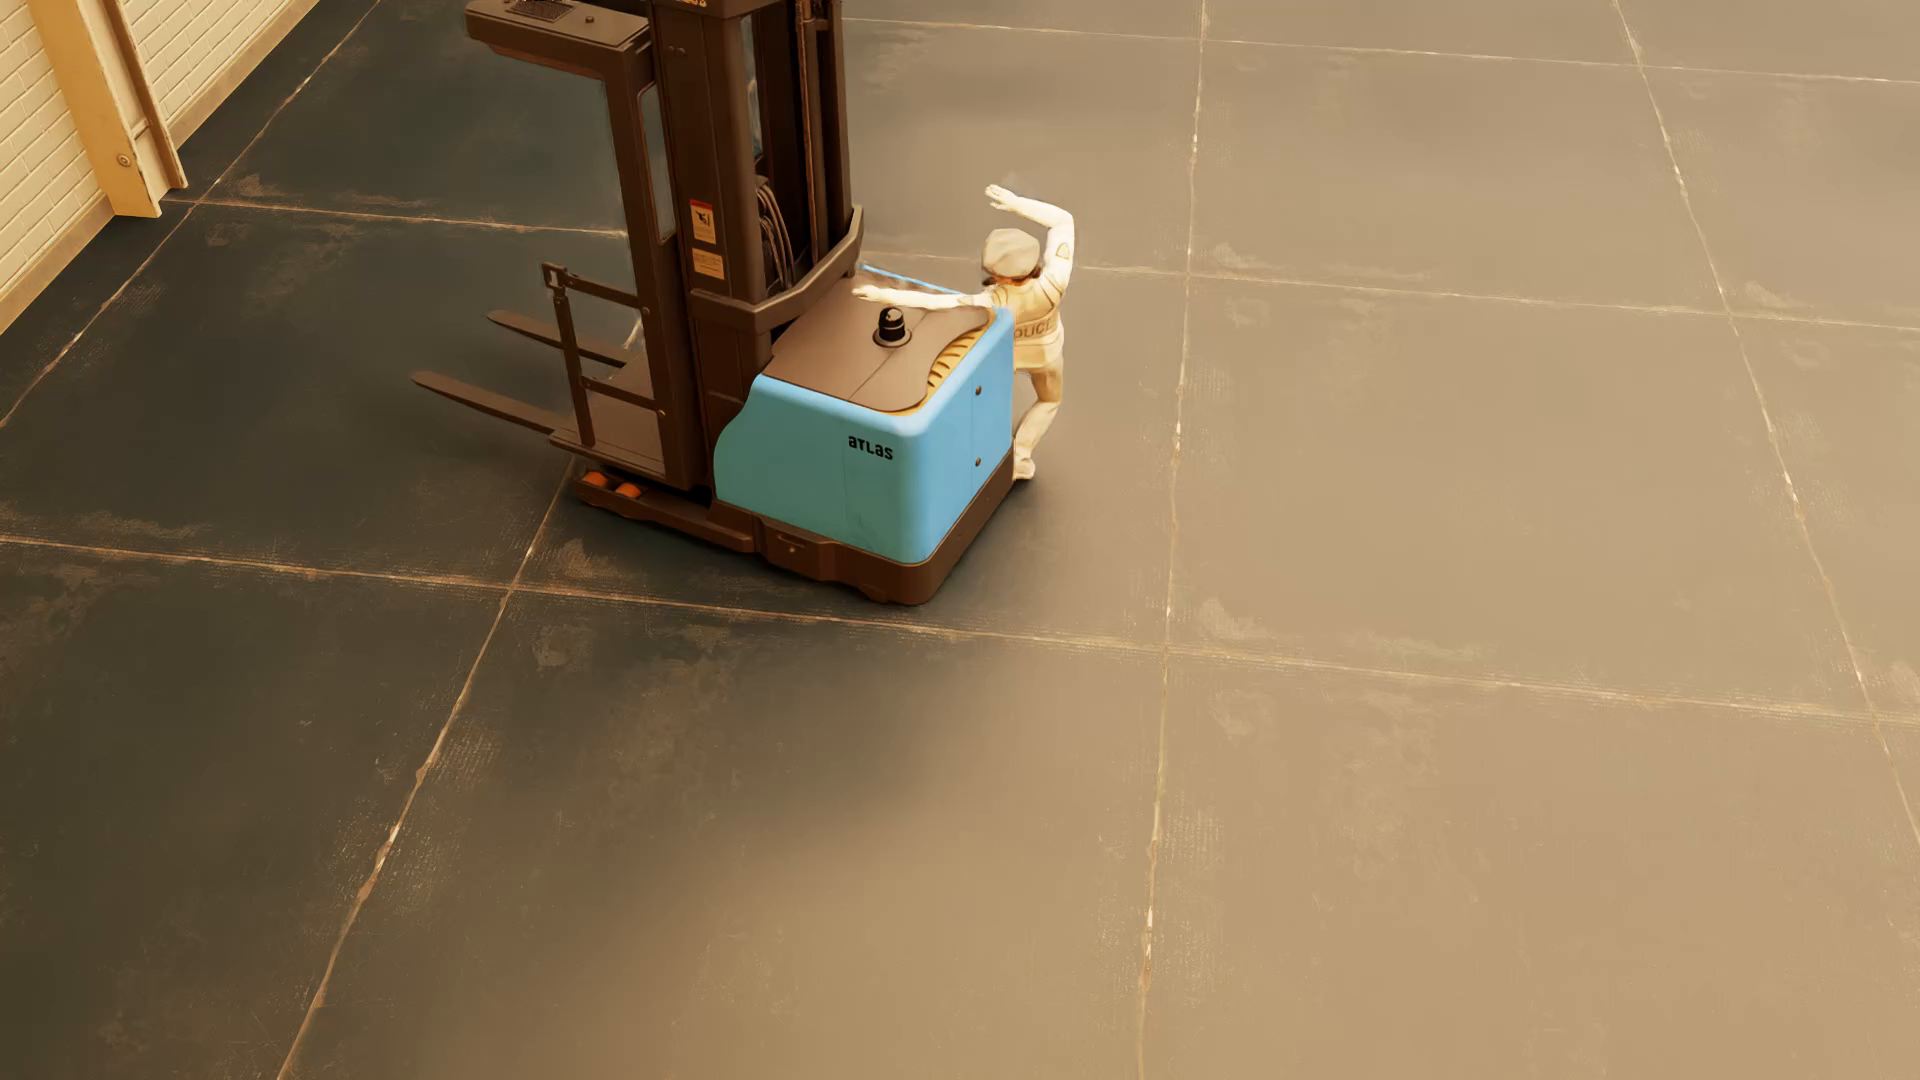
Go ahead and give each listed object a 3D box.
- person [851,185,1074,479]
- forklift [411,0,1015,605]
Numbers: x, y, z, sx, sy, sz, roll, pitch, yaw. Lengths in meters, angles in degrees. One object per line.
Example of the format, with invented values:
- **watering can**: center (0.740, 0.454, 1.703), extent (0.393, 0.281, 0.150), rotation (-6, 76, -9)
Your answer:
- **person**: center (0.014, -1.015, 7.931), extent (1.003, 1.493, 0.825), rotation (1, 43, 2)
- **forklift**: center (-1.294, -1.485, 7.341), extent (3.031, 2.935, 1.130), rotation (19, 46, 19)
